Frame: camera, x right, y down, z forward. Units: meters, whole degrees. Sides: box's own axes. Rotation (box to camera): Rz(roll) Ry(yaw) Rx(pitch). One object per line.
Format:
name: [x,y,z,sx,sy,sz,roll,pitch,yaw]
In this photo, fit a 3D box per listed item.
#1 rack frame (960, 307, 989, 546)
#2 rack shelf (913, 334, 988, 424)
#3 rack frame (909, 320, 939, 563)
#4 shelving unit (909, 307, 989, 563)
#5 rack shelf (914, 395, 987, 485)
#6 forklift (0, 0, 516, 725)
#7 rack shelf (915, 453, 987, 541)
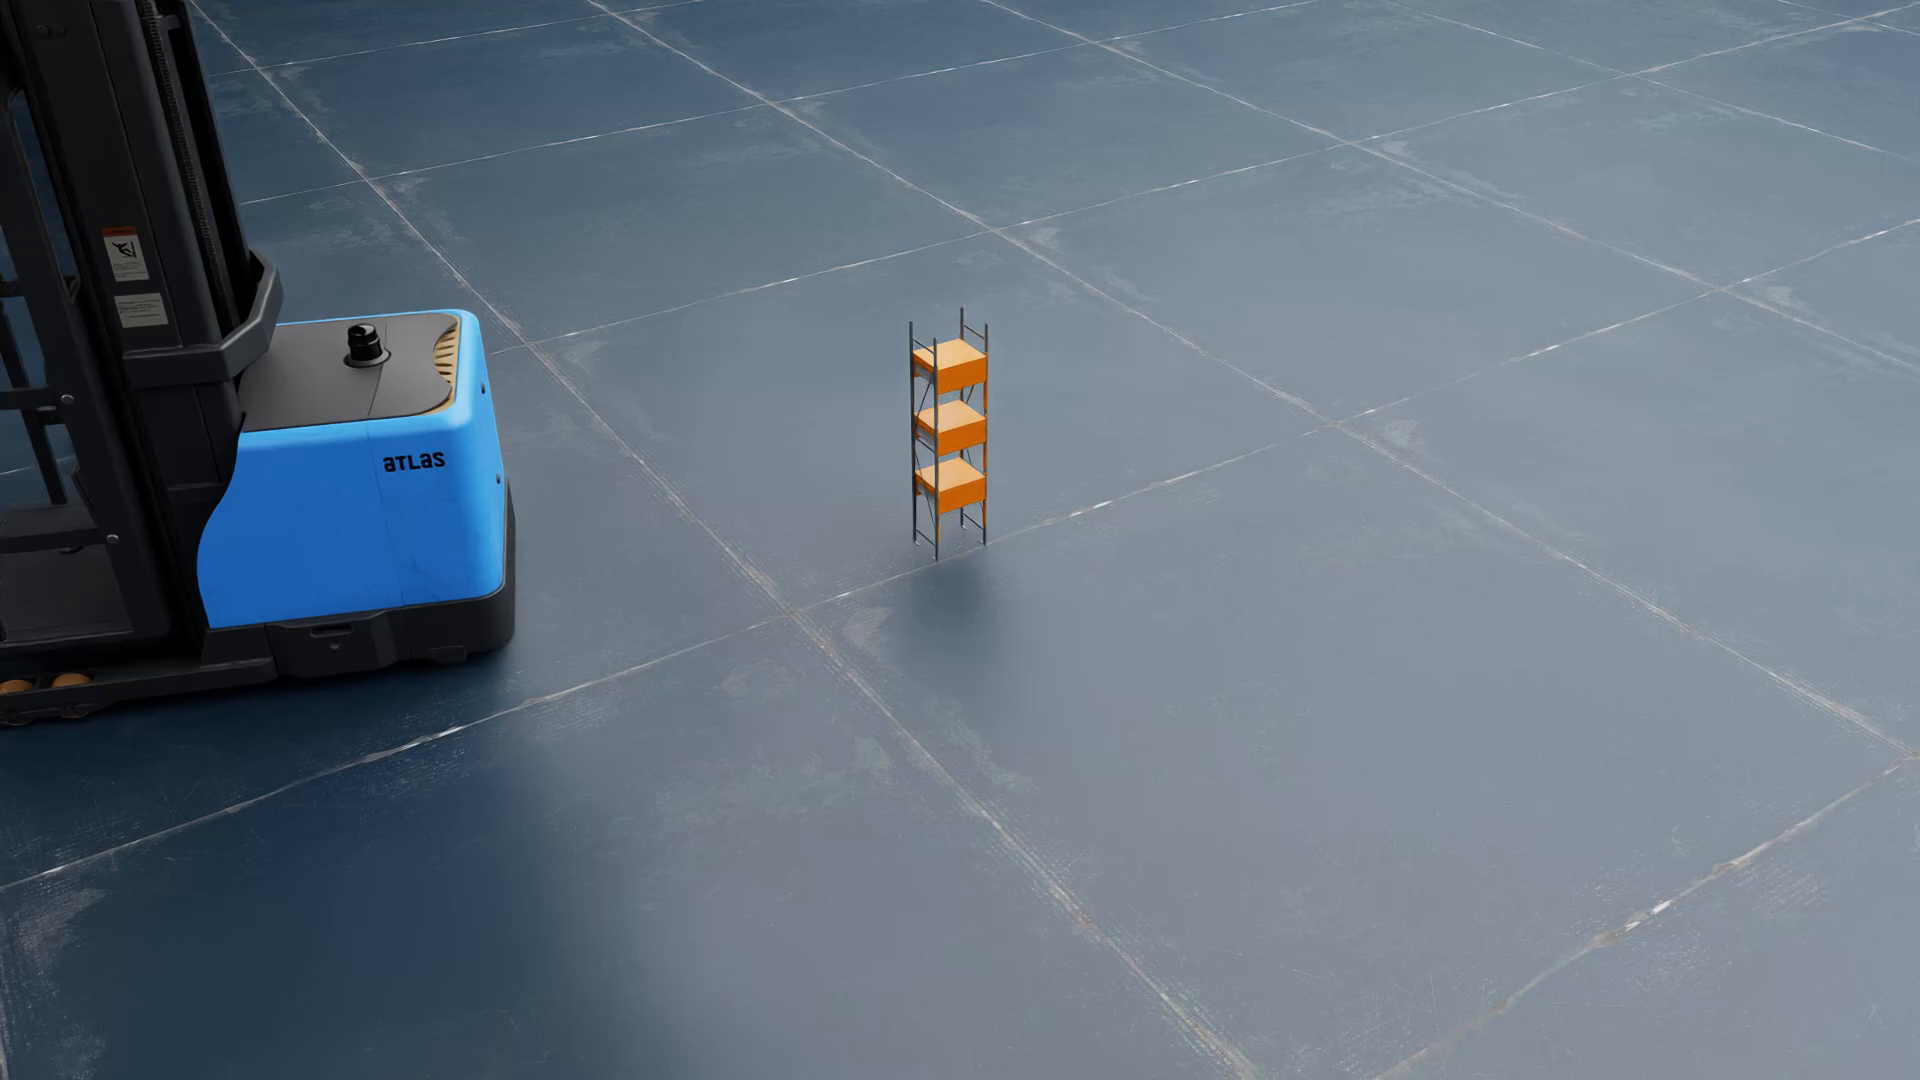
rack frame: [0.058,-0.464,7.001,0.008,1.050,0.200,-19,37,-27]
rack shelf: [-0.045,-0.660,6.800,0.240,0.259,0.215,-19,37,-27]
rack frame: [-0.148,-0.393,6.889,0.008,1.050,0.200,-19,37,-27]
shelving unit: [-0.045,-0.429,6.945,0.252,1.050,0.215,-19,37,-27]
rack shelf: [-0.045,-0.420,6.951,0.240,0.259,0.215,-19,37,-27]
forklift: [-3.323,-0.862,5.870,3.031,2.935,1.130,-7,33,-10]
rack shelf: [-0.045,-0.185,7.099,0.240,0.259,0.215,-19,37,-27]
